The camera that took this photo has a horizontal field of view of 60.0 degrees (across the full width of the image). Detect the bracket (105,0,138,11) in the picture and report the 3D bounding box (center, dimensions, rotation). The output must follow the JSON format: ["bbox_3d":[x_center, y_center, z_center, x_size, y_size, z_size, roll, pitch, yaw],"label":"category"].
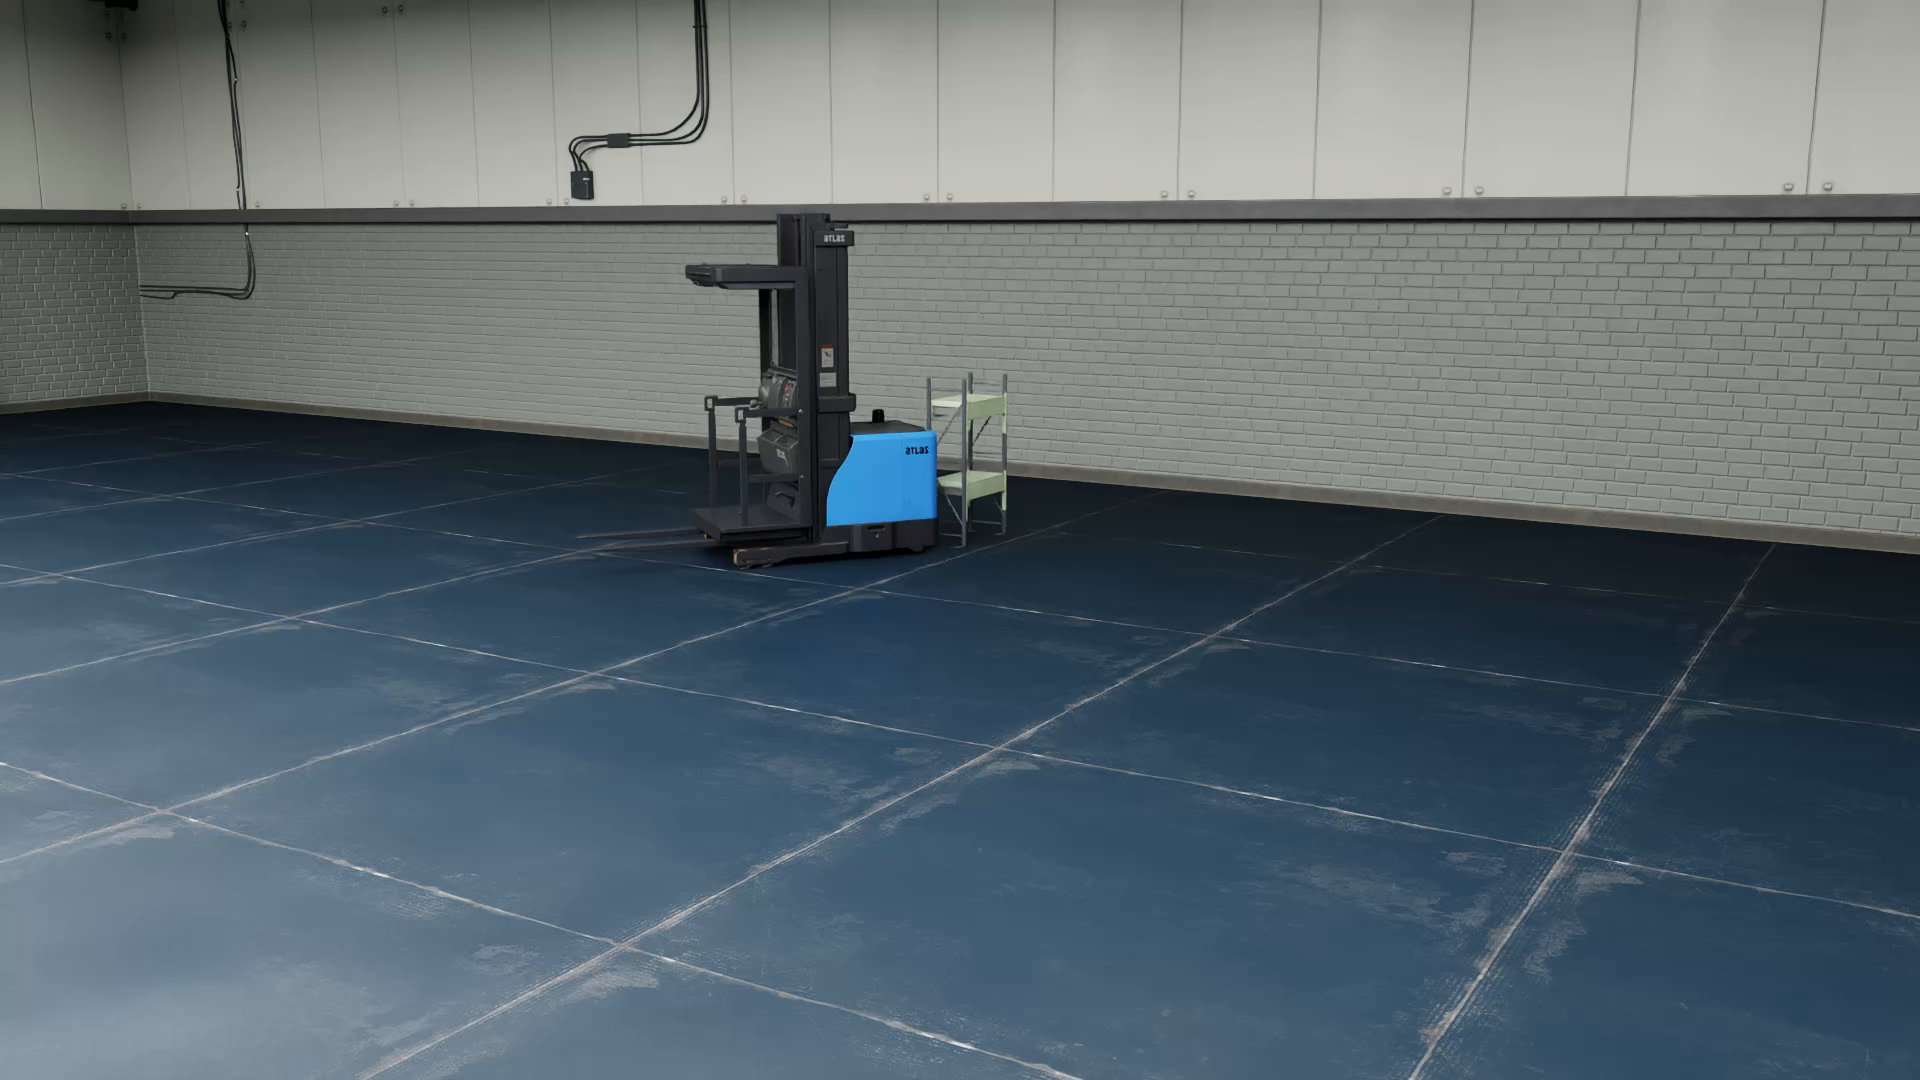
[{"bbox_3d":[-13.148,-8.433,26.061,0.235,0.232,0.430,6,12,31],"label":"bracket"}]

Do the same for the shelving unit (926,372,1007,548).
[{"bbox_3d":[0.067,-0.744,15.148,0.431,1.500,0.755,6,12,30],"label":"shelving unit"}]

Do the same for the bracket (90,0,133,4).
[{"bbox_3d":[-13.455,-8.341,25.565,0.076,0.066,3.189,6,12,31],"label":"bracket"}]

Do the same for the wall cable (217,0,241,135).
[{"bbox_3d":[-9.926,-7.295,24.474,3.097,2.526,0.112,6,12,31],"label":"wall cable"}]

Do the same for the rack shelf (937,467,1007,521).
[{"bbox_3d":[0.067,-0.424,15.208,0.431,0.370,0.720,6,12,30],"label":"rack shelf"}]

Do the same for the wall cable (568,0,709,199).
[{"bbox_3d":[-4.132,-7.359,20.863,2.305,6.003,0.169,6,12,31],"label":"wall cable"}]

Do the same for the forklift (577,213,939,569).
[{"bbox_3d":[-1.752,-1.307,14.264,3.031,2.935,1.130,-5,12,-23],"label":"forklift"}]

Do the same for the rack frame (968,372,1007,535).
[{"bbox_3d":[0.254,-0.802,15.458,0.400,1.500,0.023,6,12,30],"label":"rack frame"}]

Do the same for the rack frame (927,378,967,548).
[{"bbox_3d":[-0.120,-0.686,14.839,0.400,1.500,0.023,6,12,30],"label":"rack frame"}]

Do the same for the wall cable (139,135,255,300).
[{"bbox_3d":[-12.238,-5.071,26.320,3.097,2.526,0.112,6,12,31],"label":"wall cable"}]

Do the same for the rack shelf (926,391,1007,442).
[{"bbox_3d":[0.067,-1.128,15.077,0.431,0.370,0.720,6,12,30],"label":"rack shelf"}]
